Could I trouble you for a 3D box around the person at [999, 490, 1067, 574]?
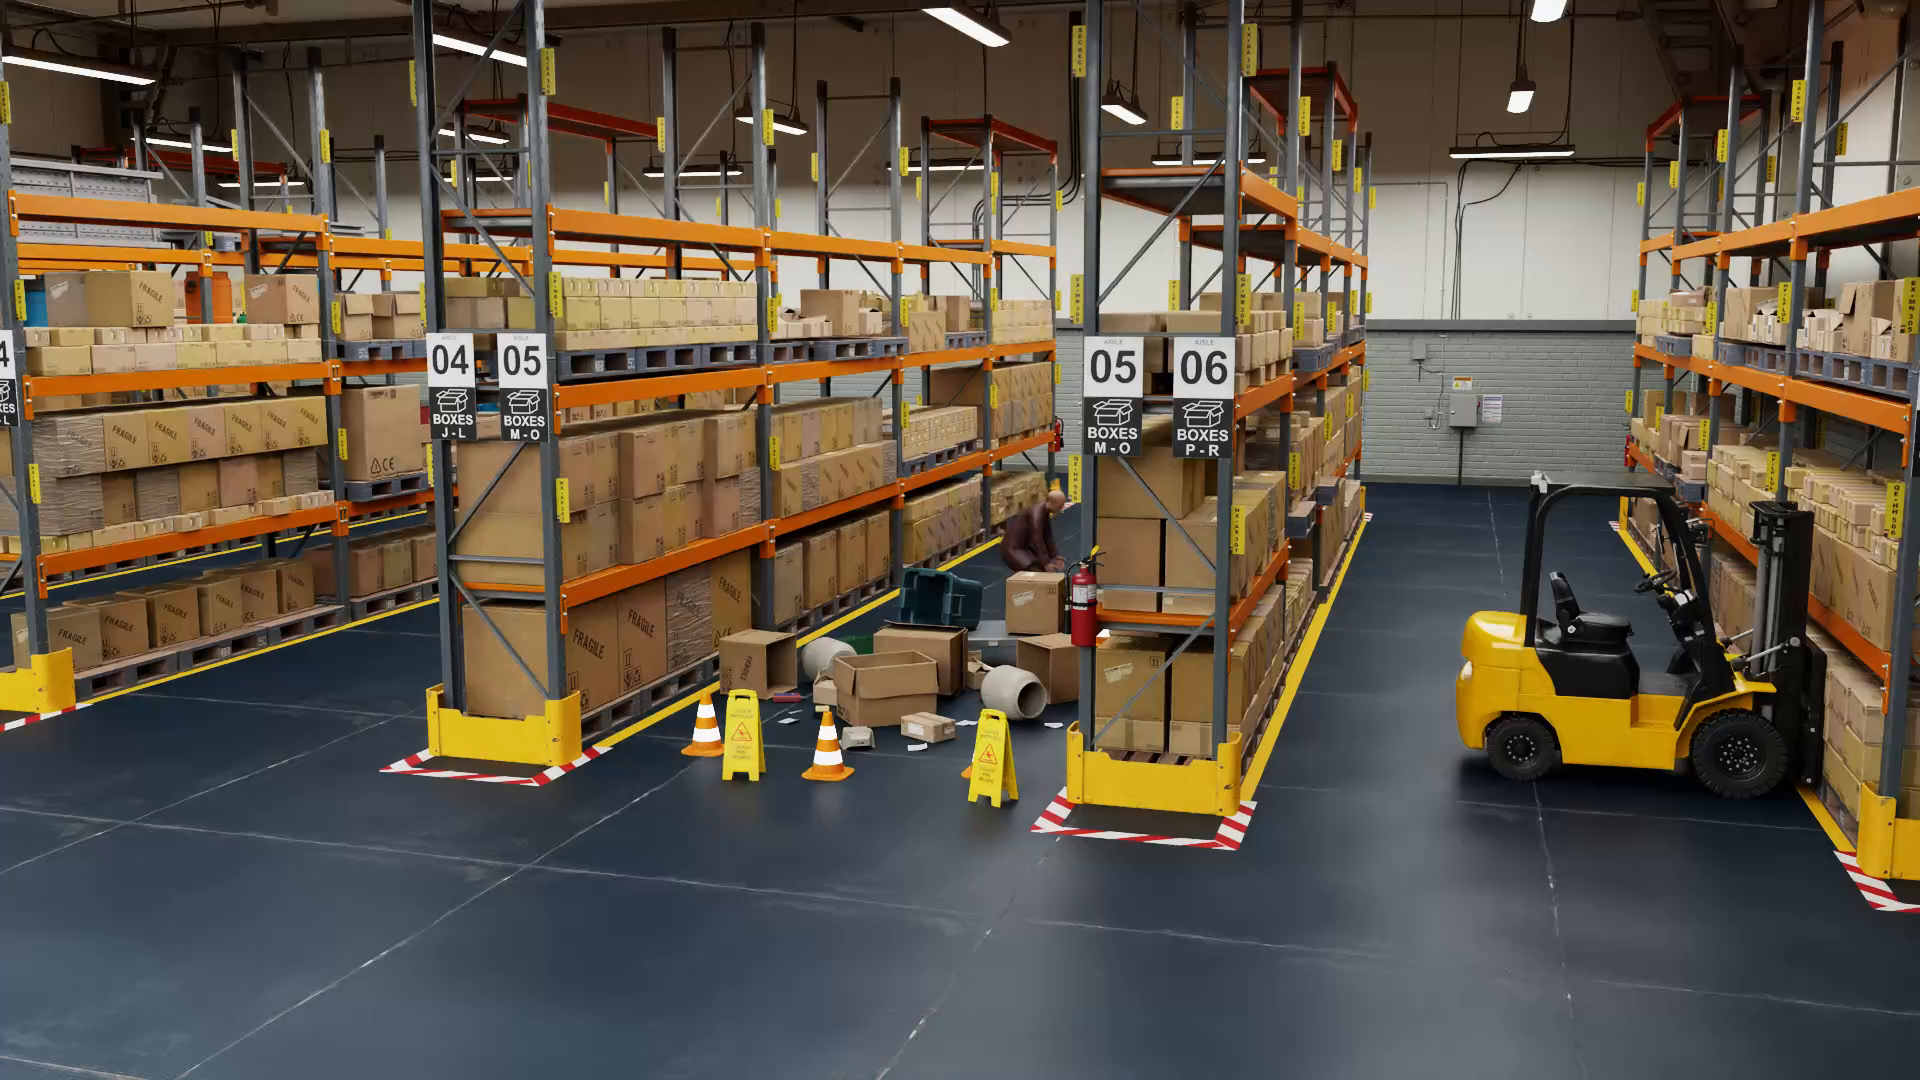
[{"bbox_3d":[0.792,0.157,18.071,0.719,1.417,0.630,2,9,16],"label":"person"}]
